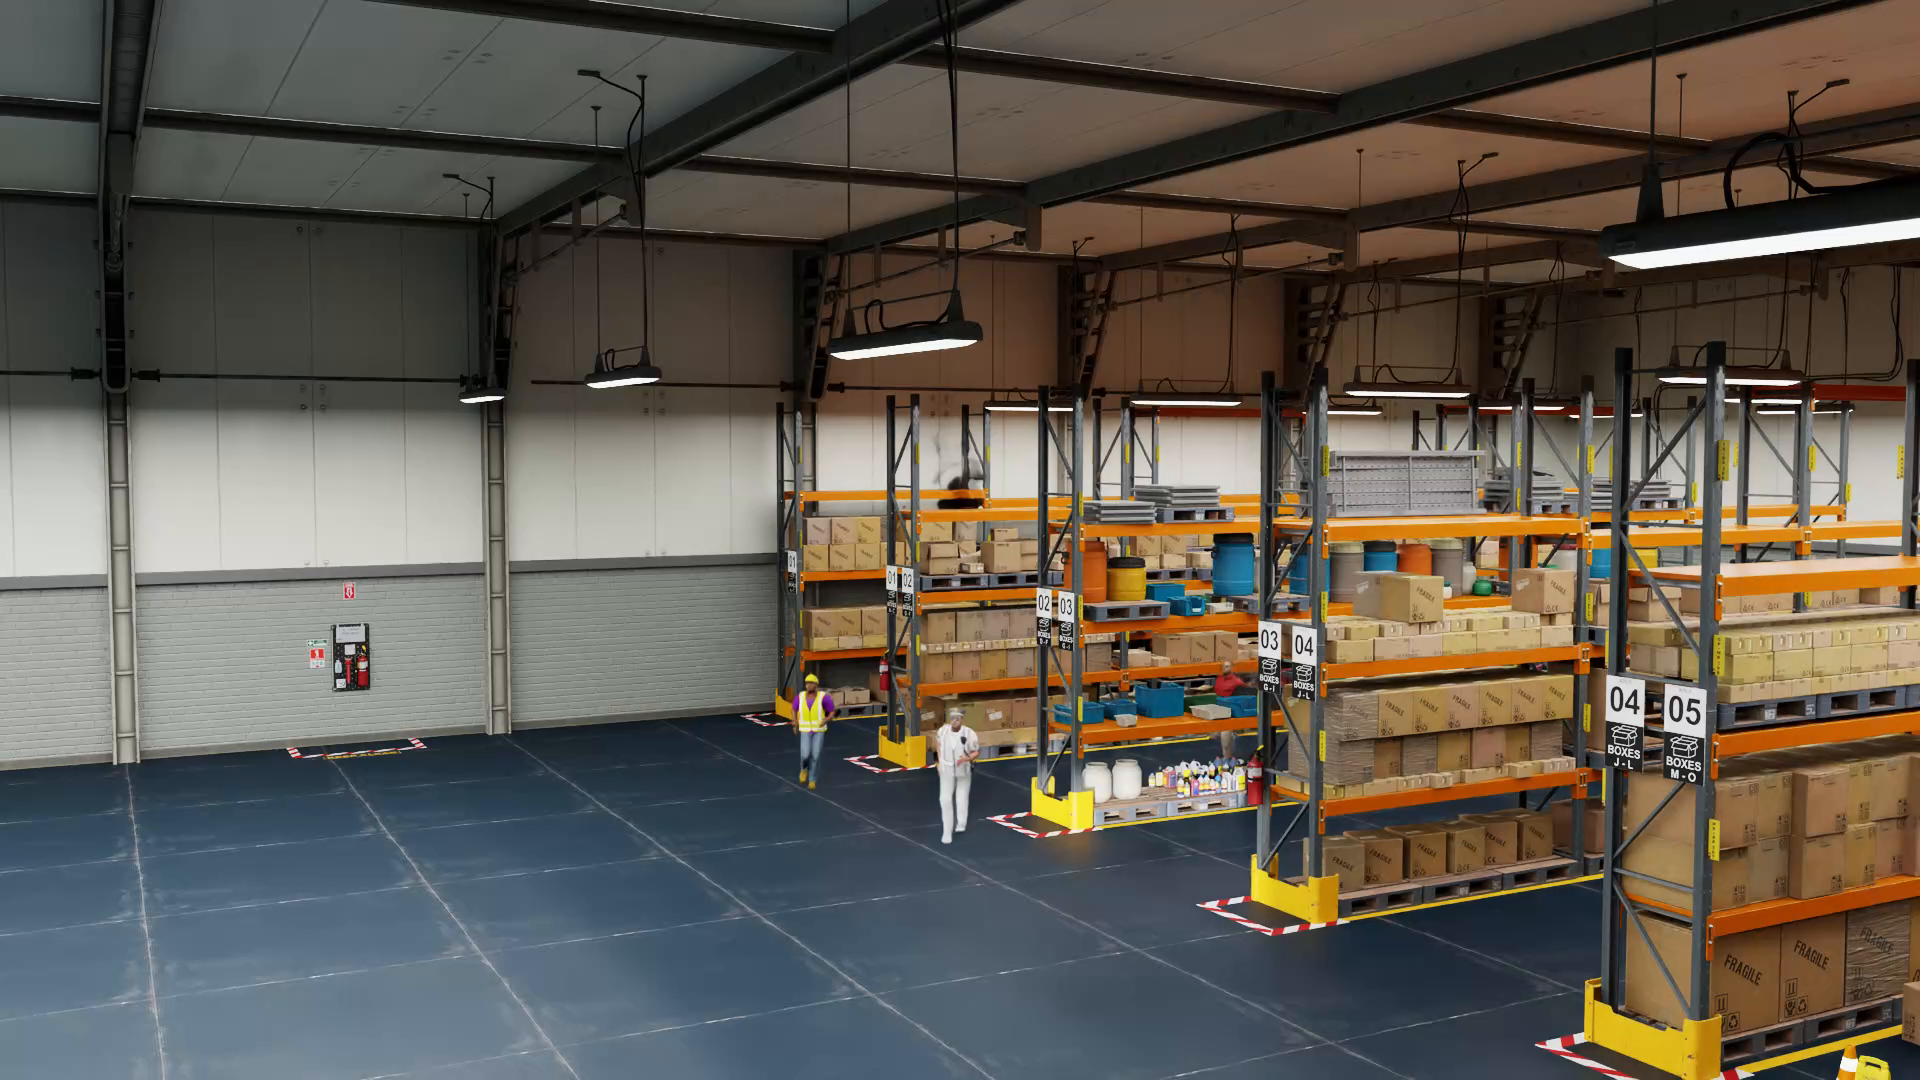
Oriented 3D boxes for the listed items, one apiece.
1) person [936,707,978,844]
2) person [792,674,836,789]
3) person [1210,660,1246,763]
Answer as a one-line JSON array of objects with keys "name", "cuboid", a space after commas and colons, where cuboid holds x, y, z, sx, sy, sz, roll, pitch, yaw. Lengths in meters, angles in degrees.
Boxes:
[{"name": "person", "cuboid": [-0.041, 3.072, 21.836, 0.570, 1.813, 0.893, 0, 3, 2]}, {"name": "person", "cuboid": [-2.219, 2.885, 25.027, 0.682, 1.730, 0.599, 0, 3, 2]}, {"name": "person", "cuboid": [4.357, 2.788, 27.091, 0.601, 1.660, 0.664, -3, 4, -41]}]
